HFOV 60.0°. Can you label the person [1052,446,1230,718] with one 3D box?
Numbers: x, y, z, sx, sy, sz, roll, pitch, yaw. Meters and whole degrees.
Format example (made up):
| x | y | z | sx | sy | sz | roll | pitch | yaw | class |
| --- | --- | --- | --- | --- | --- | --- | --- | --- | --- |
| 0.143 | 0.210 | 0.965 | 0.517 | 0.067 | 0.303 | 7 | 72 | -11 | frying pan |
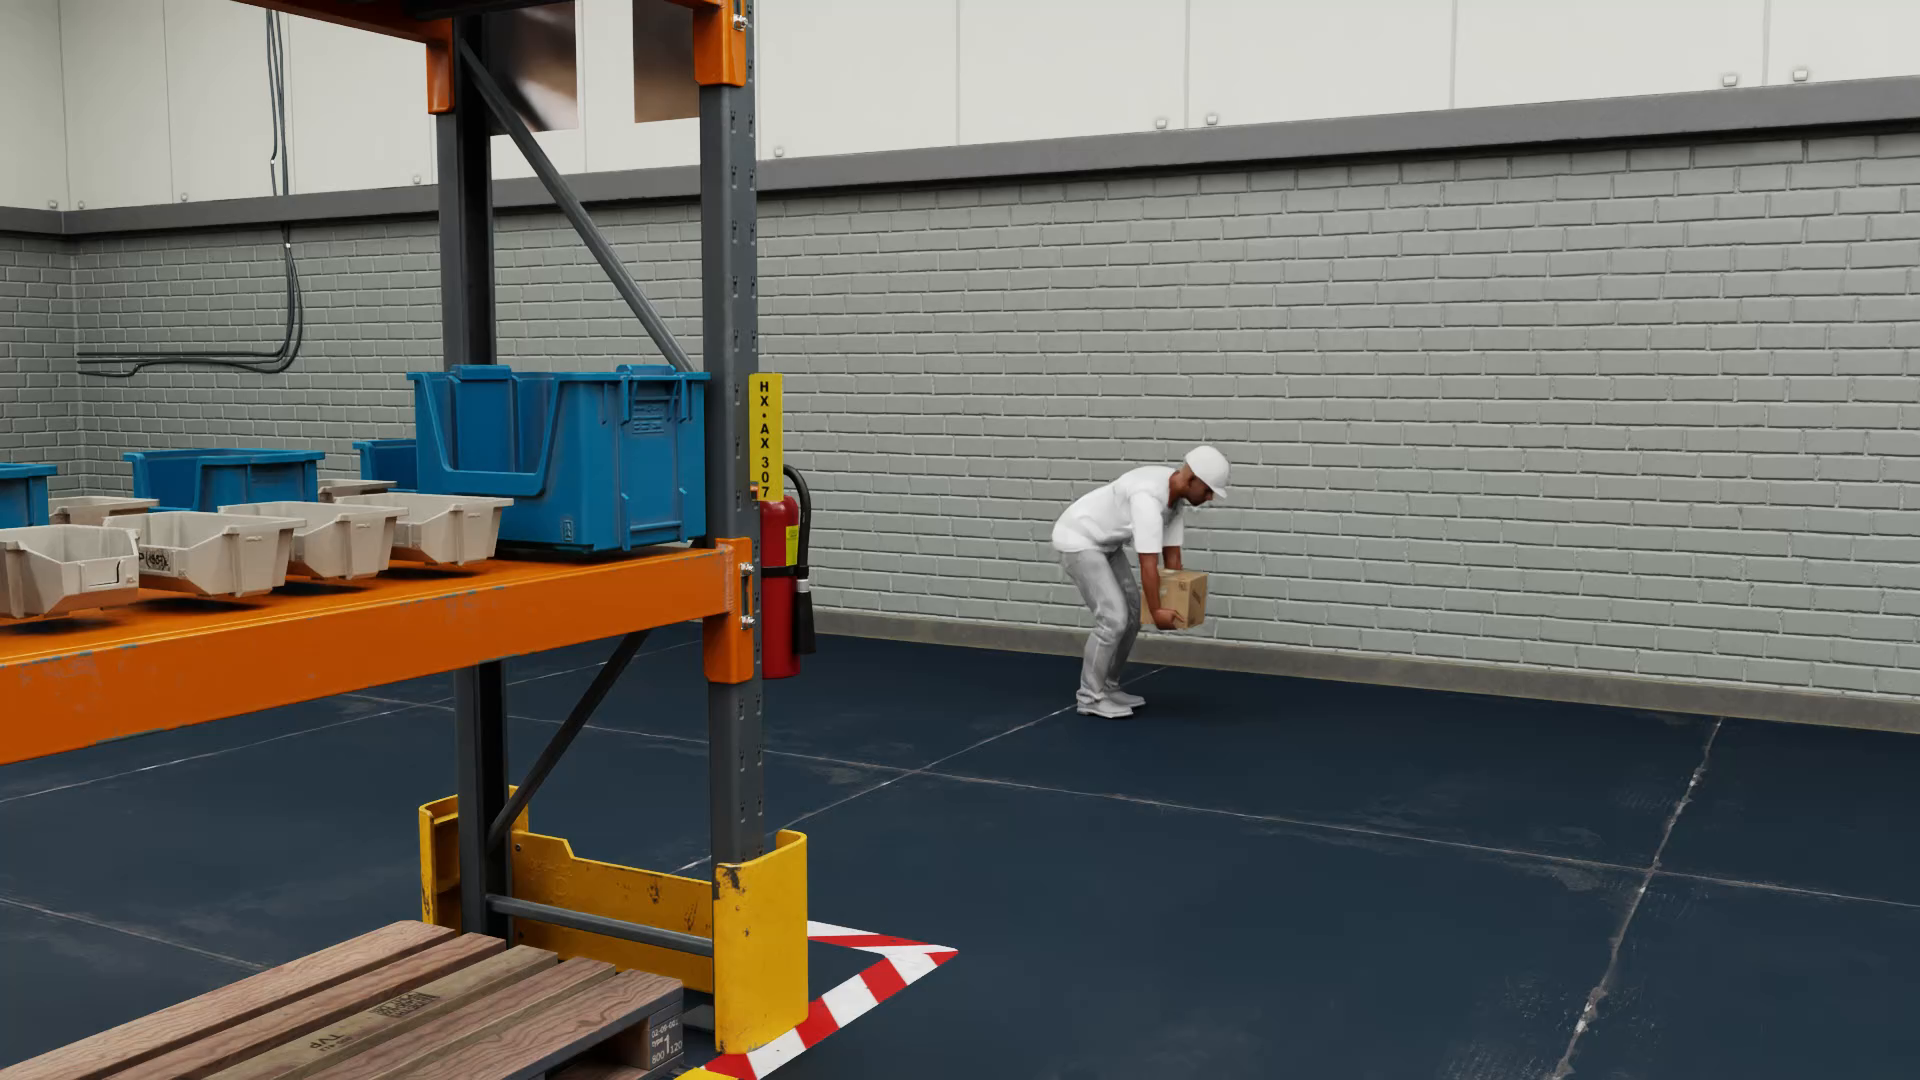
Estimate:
| x | y | z | sx | sy | sz | roll | pitch | yaw | class |
| --- | --- | --- | --- | --- | --- | --- | --- | --- | --- |
| 0.919 | 0.204 | 8.432 | 0.897 | 1.377 | 0.489 | 3 | 7 | 27 | person |
